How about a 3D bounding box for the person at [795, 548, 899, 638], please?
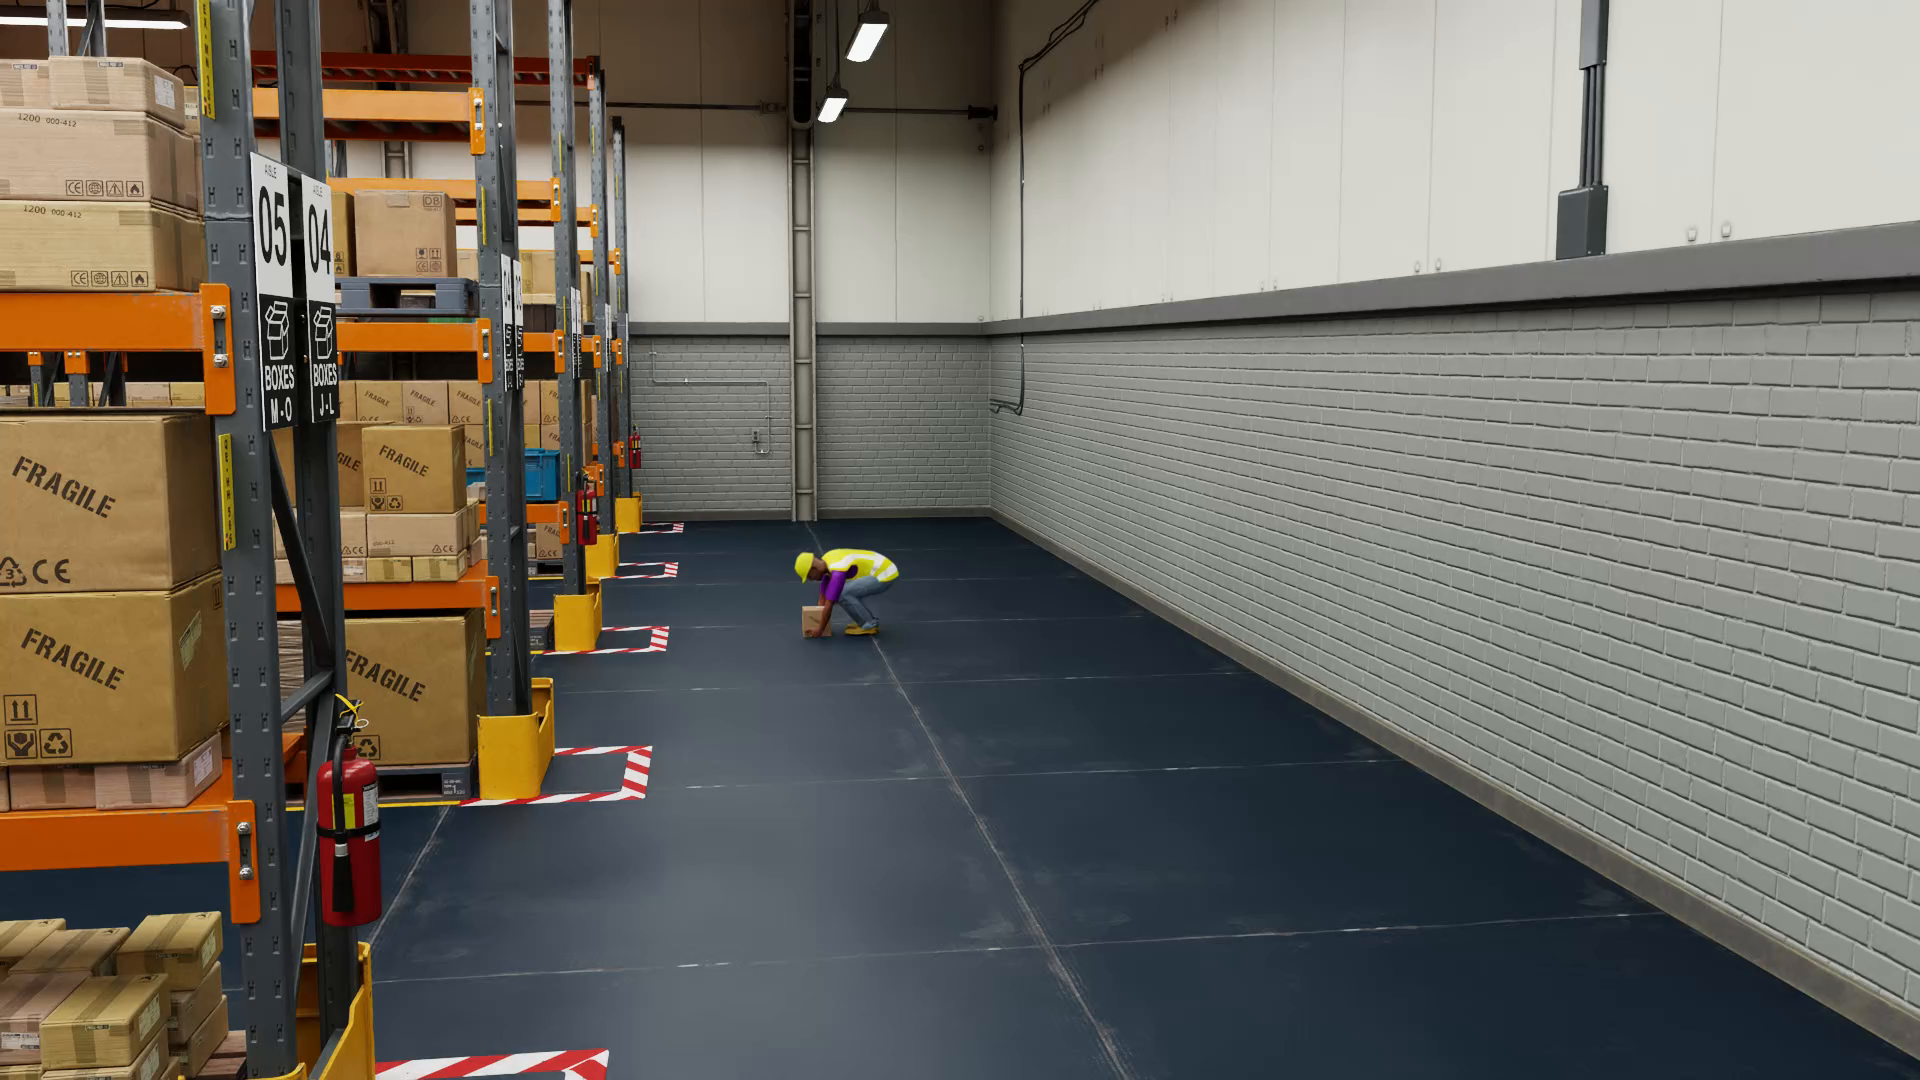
[{"bbox_3d":[-1.061,0.494,15.601,0.973,0.824,0.528,-1,7,-10],"label":"person"}]
